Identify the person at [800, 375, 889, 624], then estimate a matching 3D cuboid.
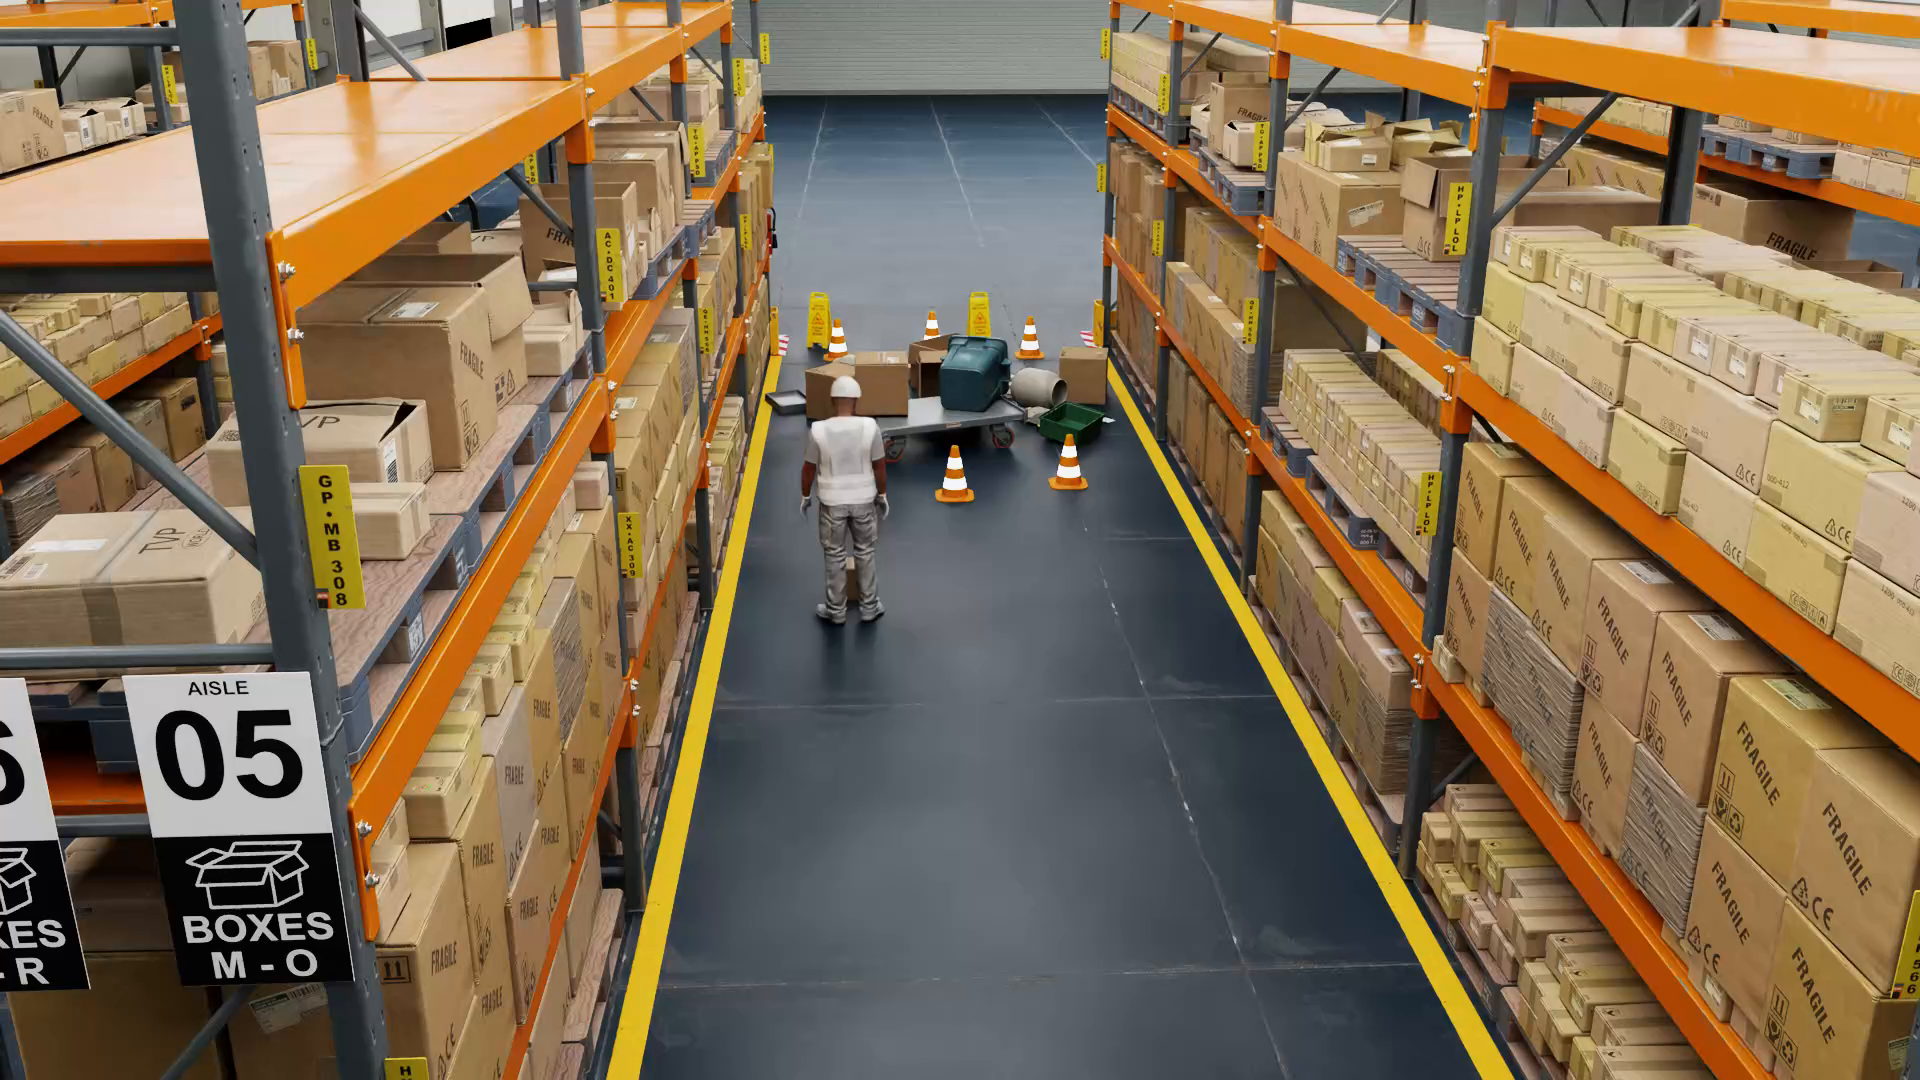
[{"bbox_3d":[-0.819,-0.279,11.748,0.621,1.791,0.376,-4,21,-10],"label":"person"}]
